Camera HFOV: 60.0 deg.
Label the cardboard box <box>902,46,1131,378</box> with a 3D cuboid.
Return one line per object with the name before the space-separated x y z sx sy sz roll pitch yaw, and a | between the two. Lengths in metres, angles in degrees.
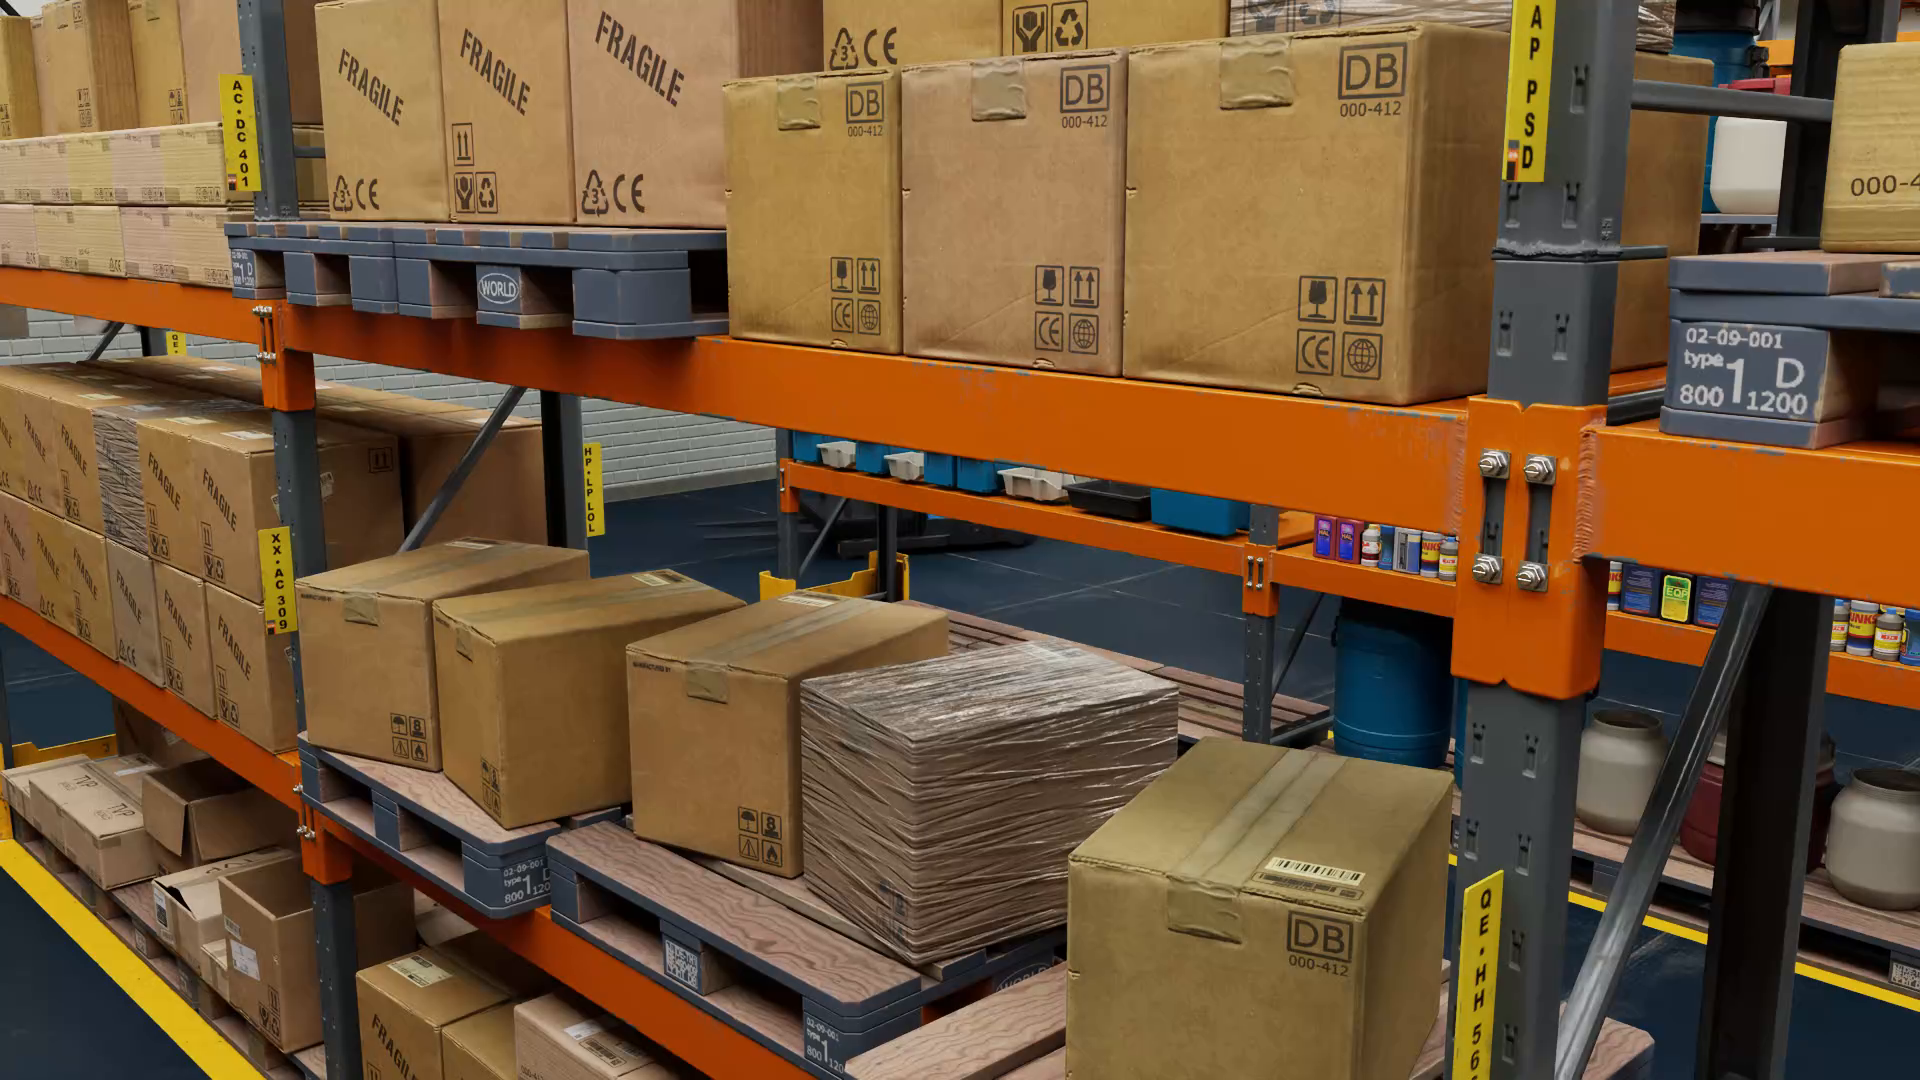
cardboard box | 0.397 -0.596 3.029 0.910 0.500 0.500 -11 16 -43

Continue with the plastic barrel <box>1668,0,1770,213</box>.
plastic barrel | 3.187 -1.911 7.374 0.600 0.901 0.708 -11 16 -43

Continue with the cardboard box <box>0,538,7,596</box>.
cardboard box | -4.334 -0.060 7.858 0.500 0.500 0.500 -10 16 -41

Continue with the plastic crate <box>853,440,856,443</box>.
plastic crate | -0.498 -0.826 11.588 0.616 0.435 0.499 -11 16 -43

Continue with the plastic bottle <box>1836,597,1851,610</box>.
plastic bottle | 3.897 0.165 7.335 0.097 0.271 0.097 0 12 0

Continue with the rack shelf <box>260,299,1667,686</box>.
rack shelf | -0.306 -0.353 3.881 1.077 0.370 4.000 -11 16 -43

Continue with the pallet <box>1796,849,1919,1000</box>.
pallet | 4.085 1.622 6.853 1.003 0.211 1.213 -11 16 -43

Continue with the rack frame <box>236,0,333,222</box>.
rack frame | -1.687 -2.467 4.922 1.000 3.000 0.127 -11 16 -43

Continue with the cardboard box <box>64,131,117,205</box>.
cardboard box | -2.906 -1.349 6.063 0.500 0.250 0.500 -11 16 -43

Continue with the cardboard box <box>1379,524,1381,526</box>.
cardboard box | 3.846 -0.442 14.187 0.875 0.875 0.875 -11 16 -43

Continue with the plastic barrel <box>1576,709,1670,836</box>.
plastic barrel | 3.075 1.075 7.725 0.421 0.512 0.421 0 12 0

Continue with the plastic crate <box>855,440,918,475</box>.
plastic crate | -0.478 -0.571 10.856 0.416 0.233 0.300 -11 16 -43

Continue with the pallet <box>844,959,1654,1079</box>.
pallet | 0.556 1.060 3.146 1.213 0.211 1.003 -11 16 -43

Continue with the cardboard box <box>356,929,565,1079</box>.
cardboard box | -1.530 1.585 5.228 0.500 0.500 0.500 11 16 43

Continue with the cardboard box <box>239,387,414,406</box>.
cardboard box | -2.521 -0.325 6.670 0.500 0.500 0.500 11 16 43

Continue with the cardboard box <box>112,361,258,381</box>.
cardboard box | -3.594 -0.551 7.763 0.500 0.500 0.500 -10 16 -41

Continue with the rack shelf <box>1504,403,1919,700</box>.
rack shelf | 2.456 0.230 1.047 1.077 0.370 4.000 -11 16 -43

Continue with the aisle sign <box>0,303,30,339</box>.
aisle sign | -4.709 -1.354 7.948 0.394 0.787 0.004 -11 16 -43

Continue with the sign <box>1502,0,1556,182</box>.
sign | 0.681 -0.592 1.974 0.100 0.325 0.005 -11 16 -43

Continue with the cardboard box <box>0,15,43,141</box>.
cardboard box | -3.799 -1.963 7.183 0.700 0.500 0.500 -11 16 -43

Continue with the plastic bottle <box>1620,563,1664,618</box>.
plastic bottle | 2.983 0.148 7.221 0.144 0.351 0.185 -11 16 -43

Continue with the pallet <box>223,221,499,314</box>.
pallet | -1.288 -0.801 4.734 1.213 0.211 1.003 -11 16 -43

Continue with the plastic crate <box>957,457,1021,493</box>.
plastic crate | 0.184 -0.431 10.177 0.416 0.233 0.300 -11 16 -43

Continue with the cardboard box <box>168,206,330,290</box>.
cardboard box | -2.216 -0.958 5.404 0.500 0.250 0.500 -11 16 -43

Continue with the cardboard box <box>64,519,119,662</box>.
cardboard box | -3.285 0.162 6.784 0.500 0.500 0.500 -11 16 -42

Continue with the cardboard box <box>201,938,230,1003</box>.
cardboard box | -2.588 1.562 6.208 0.380 0.149 0.250 -11 16 -43

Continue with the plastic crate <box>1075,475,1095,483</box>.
plastic crate | 0.976 -0.438 10.087 0.437 0.282 0.530 -11 16 -43

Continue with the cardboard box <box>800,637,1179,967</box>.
cardboard box | 0.065 0.564 3.788 0.700 0.500 0.500 -7 14 -32

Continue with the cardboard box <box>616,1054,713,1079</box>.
cardboard box | -0.492 1.437 4.089 0.500 0.250 0.500 -11 16 -44

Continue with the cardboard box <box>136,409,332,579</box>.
cardboard box | -2.580 -0.179 5.961 0.500 0.500 0.500 -11 16 -44

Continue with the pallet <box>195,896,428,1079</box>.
pallet | -2.161 1.737 6.296 1.003 0.211 1.213 -11 16 -43

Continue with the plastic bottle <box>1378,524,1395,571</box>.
plastic bottle | 2.095 0.006 8.107 0.097 0.271 0.097 0 12 0

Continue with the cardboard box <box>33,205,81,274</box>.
cardboard box | -3.247 -1.178 6.472 0.500 0.250 0.500 -11 16 -43

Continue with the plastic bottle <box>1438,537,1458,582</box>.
plastic bottle | 2.322 0.088 7.881 0.097 0.201 0.097 0 12 0

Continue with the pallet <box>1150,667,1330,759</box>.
pallet | 1.362 1.046 9.651 1.003 0.211 1.213 -11 16 -43

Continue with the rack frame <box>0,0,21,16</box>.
rack frame | -4.450 -3.050 7.756 1.000 3.000 0.127 -11 16 -43

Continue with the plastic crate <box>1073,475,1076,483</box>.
plastic crate | 0.739 -0.485 10.438 0.416 0.233 0.300 -11 16 -43

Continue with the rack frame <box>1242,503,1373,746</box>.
rack frame | 1.898 -0.218 8.875 1.000 3.000 0.127 -11 16 -43

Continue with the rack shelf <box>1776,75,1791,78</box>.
rack shelf | 7.756 -4.461 16.393 1.077 0.370 4.000 -11 16 -43

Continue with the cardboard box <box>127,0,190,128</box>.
cardboard box | -2.643 -1.767 6.233 0.700 0.500 0.500 -11 16 -43

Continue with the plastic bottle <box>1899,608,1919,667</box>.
plastic bottle | 3.712 0.348 6.448 0.097 0.271 0.097 0 12 0

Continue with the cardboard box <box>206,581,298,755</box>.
cardboard box | -2.218 0.385 5.698 0.500 0.500 0.500 -11 16 -42

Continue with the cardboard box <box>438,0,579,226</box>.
cardboard box | -0.915 -1.123 4.298 0.600 0.600 0.600 -11 16 -43

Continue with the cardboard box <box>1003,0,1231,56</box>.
cardboard box | 0.426 -1.091 2.955 0.500 0.500 0.500 -11 16 -43

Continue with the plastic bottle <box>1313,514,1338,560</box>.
plastic bottle | 1.842 -0.048 8.339 0.061 0.283 0.133 -11 16 -43

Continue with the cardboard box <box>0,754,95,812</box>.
cardboard box | -4.409 1.178 8.075 0.380 0.149 0.250 -11 16 -43

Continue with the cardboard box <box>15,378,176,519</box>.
cardboard box | -3.626 -0.400 7.034 0.500 0.500 0.500 -11 16 -42

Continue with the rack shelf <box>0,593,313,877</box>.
rack shelf | -3.069 0.532 7.017 1.077 0.370 4.000 -11 16 -43

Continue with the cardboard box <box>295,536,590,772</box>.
cardboard box | -1.522 0.317 4.988 0.500 0.500 0.700 6 13 26

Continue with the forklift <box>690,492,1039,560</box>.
forklift | -0.861 -1.385 14.708 3.031 2.935 1.130 -4 12 -17

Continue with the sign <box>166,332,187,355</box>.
sign | -4.035 -0.908 8.573 0.100 0.325 0.005 -11 16 -43

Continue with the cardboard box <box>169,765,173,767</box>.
cardboard box | -3.682 1.177 8.036 0.380 0.166 0.250 -11 16 -43

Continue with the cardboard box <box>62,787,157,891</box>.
cardboard box | -3.589 1.284 7.309 0.500 0.250 0.500 -11 16 -43
